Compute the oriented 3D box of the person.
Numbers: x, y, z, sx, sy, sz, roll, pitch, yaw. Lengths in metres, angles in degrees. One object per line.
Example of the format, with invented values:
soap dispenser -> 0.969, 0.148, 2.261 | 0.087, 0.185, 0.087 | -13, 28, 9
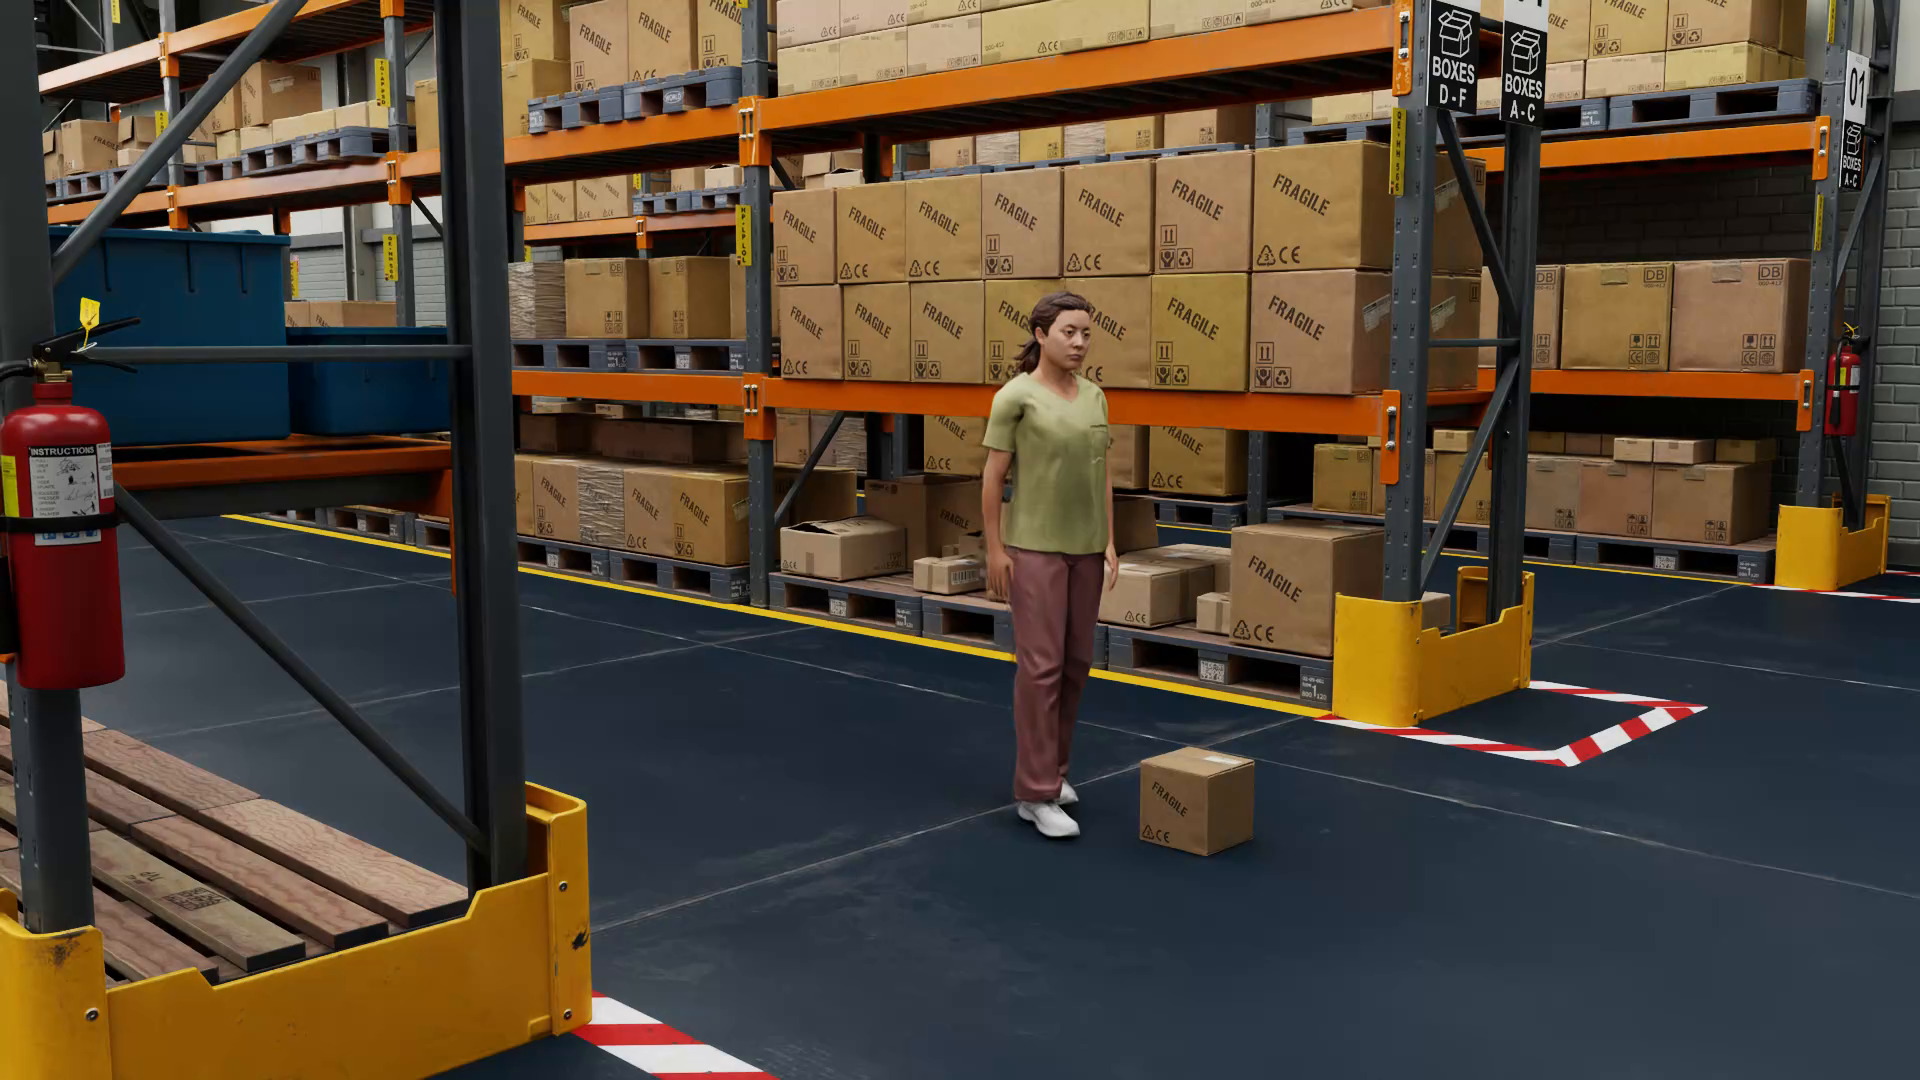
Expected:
person -> 0.320, 0.054, 5.282 | 0.465, 1.681, 0.539 | -4, 8, -30
